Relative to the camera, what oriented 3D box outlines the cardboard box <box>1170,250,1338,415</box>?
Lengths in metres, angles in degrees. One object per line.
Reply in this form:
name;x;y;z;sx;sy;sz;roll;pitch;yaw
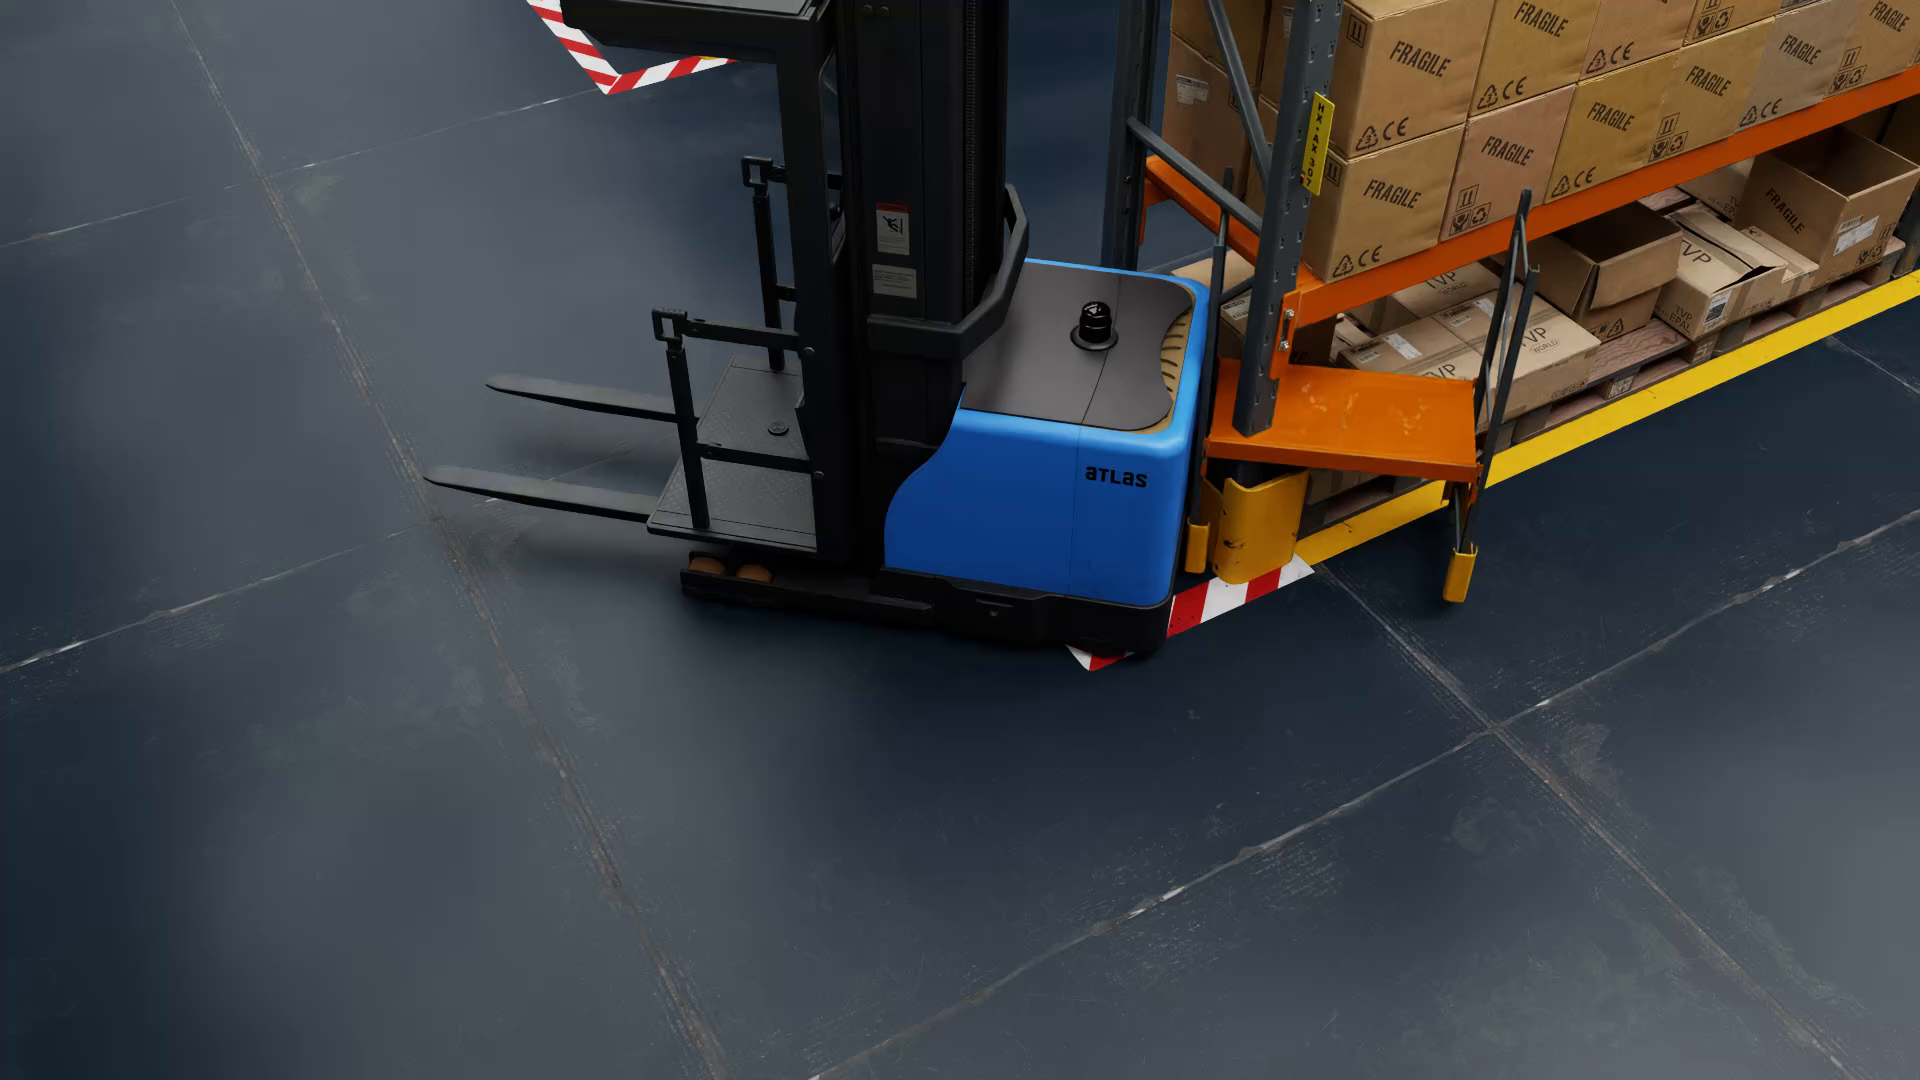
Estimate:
cardboard box;1.206;-0.867;6.969;0.500;0.500;0.500;-22;48;-21

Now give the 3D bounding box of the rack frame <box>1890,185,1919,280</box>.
rack frame;4.325;-2.657;7.334;0.127;3.000;1.000;-22;48;-21

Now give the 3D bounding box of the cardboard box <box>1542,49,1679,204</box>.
cardboard box;2.254;-1.654;6.229;0.500;0.500;0.500;-22;48;-21

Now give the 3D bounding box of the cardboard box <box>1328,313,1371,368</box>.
cardboard box;1.602;-0.834;7.174;0.250;0.166;0.380;-22;48;-21

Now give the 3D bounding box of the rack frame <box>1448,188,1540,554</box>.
rack frame;1.931;-0.503;6.074;0.032;1.500;0.500;6;45;9

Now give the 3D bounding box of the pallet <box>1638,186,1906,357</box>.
pallet;3.729;-1.418;8.060;1.213;0.211;1.003;-22;48;-21

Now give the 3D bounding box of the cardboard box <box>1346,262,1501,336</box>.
cardboard box;2.044;-1.089;7.377;0.500;0.250;0.500;-22;48;-21

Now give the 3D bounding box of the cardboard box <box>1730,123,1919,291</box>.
cardboard box;3.973;-1.549;7.671;0.500;0.500;0.500;-22;48;-21

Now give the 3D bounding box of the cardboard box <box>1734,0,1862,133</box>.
cardboard box;3.129;-2.005;6.590;0.500;0.500;0.500;-21;48;-20

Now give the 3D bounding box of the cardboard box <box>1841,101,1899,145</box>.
cardboard box;4.610;-2.262;8.406;0.500;0.500;0.500;-22;48;-21

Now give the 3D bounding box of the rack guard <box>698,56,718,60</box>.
rack guard;-1.622;-3.348;9.841;0.348;0.500;1.175;-22;48;-21

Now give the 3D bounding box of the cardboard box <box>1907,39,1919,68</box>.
cardboard box;4.020;-2.364;6.961;0.500;0.500;0.500;-21;48;-20

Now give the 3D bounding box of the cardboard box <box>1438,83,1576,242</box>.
cardboard box;1.818;-1.482;6.051;0.500;0.500;0.500;-22;48;-21

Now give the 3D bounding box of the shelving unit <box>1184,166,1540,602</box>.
shelving unit;1.441;-0.557;6.152;1.083;1.500;0.587;6;45;9

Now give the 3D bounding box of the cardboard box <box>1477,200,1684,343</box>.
cardboard box;2.699;-1.264;7.375;0.637;0.503;0.797;-22;48;-21

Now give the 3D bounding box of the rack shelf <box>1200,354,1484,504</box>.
rack shelf;1.438;-0.429;6.279;1.000;0.185;0.538;6;45;9

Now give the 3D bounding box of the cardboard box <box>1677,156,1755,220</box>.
cardboard box;3.854;-1.835;8.102;0.500;0.311;0.500;-22;48;-21

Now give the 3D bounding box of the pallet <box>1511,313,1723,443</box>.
pallet;2.670;-0.992;7.621;1.213;0.211;1.003;-22;48;-21

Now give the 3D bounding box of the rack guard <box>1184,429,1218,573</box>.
rack guard;0.972;-0.162;6.666;0.087;0.250;0.587;6;45;9

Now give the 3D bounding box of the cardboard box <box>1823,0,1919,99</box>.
cardboard box;3.573;-2.185;6.776;0.500;0.500;0.500;-21;48;-20

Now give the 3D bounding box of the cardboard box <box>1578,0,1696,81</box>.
cardboard box;2.259;-2.015;5.883;0.500;0.500;0.500;-21;48;-20

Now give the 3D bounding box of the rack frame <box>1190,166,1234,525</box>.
rack frame;0.933;-0.613;6.234;0.032;1.500;0.500;6;45;9

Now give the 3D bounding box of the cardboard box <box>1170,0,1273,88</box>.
cardboard box;1.106;-1.984;5.851;0.500;0.500;0.500;-22;48;-21

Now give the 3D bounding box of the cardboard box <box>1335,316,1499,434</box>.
cardboard box;1.903;-0.631;6.905;0.500;0.250;0.500;-22;48;-21

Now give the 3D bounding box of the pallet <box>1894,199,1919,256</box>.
pallet;5.012;-1.961;8.619;1.213;0.211;1.003;-22;48;-21

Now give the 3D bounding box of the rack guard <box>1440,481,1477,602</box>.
rack guard;1.950;-0.054;6.509;0.087;0.250;0.587;6;45;9

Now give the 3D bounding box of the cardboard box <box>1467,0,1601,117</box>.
cardboard box;1.823;-1.844;5.707;0.500;0.500;0.500;-21;48;-21

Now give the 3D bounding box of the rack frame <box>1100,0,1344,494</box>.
rack frame;0.857;-1.269;5.904;0.127;3.000;1.000;-22;48;-21

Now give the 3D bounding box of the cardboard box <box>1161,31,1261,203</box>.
cardboard box;1.110;-1.625;6.199;0.500;0.500;0.500;-20;48;-20

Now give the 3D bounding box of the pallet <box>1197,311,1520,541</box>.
pallet;1.614;-0.572;7.188;1.213;0.211;1.003;-22;48;-21

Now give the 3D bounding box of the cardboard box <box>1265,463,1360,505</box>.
cardboard box;1.391;-0.342;6.679;0.250;0.149;0.380;-22;48;-21

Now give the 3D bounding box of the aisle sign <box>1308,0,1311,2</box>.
aisle sign;0.944;-2.001;4.791;0.004;0.787;0.394;-22;48;-21

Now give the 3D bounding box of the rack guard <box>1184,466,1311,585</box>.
rack guard;0.923;-0.398;6.802;0.348;0.500;1.175;-22;48;-21

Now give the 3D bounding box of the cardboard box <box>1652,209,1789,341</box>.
cardboard box;3.322;-1.221;7.469;0.500;0.311;0.500;-22;48;-21

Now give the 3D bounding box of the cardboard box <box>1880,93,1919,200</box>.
cardboard box;4.866;-1.938;8.073;0.500;0.500;0.500;-24;49;-23

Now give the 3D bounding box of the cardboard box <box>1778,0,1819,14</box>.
cardboard box;3.136;-2.366;6.244;0.500;0.500;0.500;-21;48;-21

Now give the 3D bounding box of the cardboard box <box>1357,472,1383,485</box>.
cardboard box;1.608;-0.435;6.763;0.250;0.166;0.380;-22;48;-21

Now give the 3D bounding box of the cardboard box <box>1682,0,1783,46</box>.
cardboard box;2.699;-2.192;6.065;0.500;0.500;0.500;-22;48;-21

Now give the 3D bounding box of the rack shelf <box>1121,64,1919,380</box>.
rack shelf;2.591;-1.705;6.869;4.000;0.370;1.077;-22;48;-21

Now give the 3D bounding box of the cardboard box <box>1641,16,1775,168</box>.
cardboard box;2.689;-1.827;6.407;0.500;0.500;0.500;-21;48;-20

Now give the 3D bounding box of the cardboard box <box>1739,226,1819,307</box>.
cardboard box;3.677;-1.256;7.622;0.250;0.149;0.380;-22;48;-21

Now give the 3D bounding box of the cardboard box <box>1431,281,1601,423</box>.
cardboard box;2.337;-0.805;7.084;0.500;0.250;0.500;-22;48;-21

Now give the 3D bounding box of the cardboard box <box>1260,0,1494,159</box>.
cardboard box;1.373;-1.659;5.515;0.500;0.500;0.500;-20;48;-20

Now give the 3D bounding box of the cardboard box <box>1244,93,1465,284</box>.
cardboard box;1.373;-1.300;5.864;0.500;0.500;0.500;-21;48;-20

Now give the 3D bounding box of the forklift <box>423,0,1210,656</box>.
forklift;-0.613;-1.145;5.825;3.031;2.935;1.130;9;45;9

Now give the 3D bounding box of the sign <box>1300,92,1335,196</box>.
sign;1.127;-1.252;5.265;0.005;0.325;0.100;-22;48;-21
